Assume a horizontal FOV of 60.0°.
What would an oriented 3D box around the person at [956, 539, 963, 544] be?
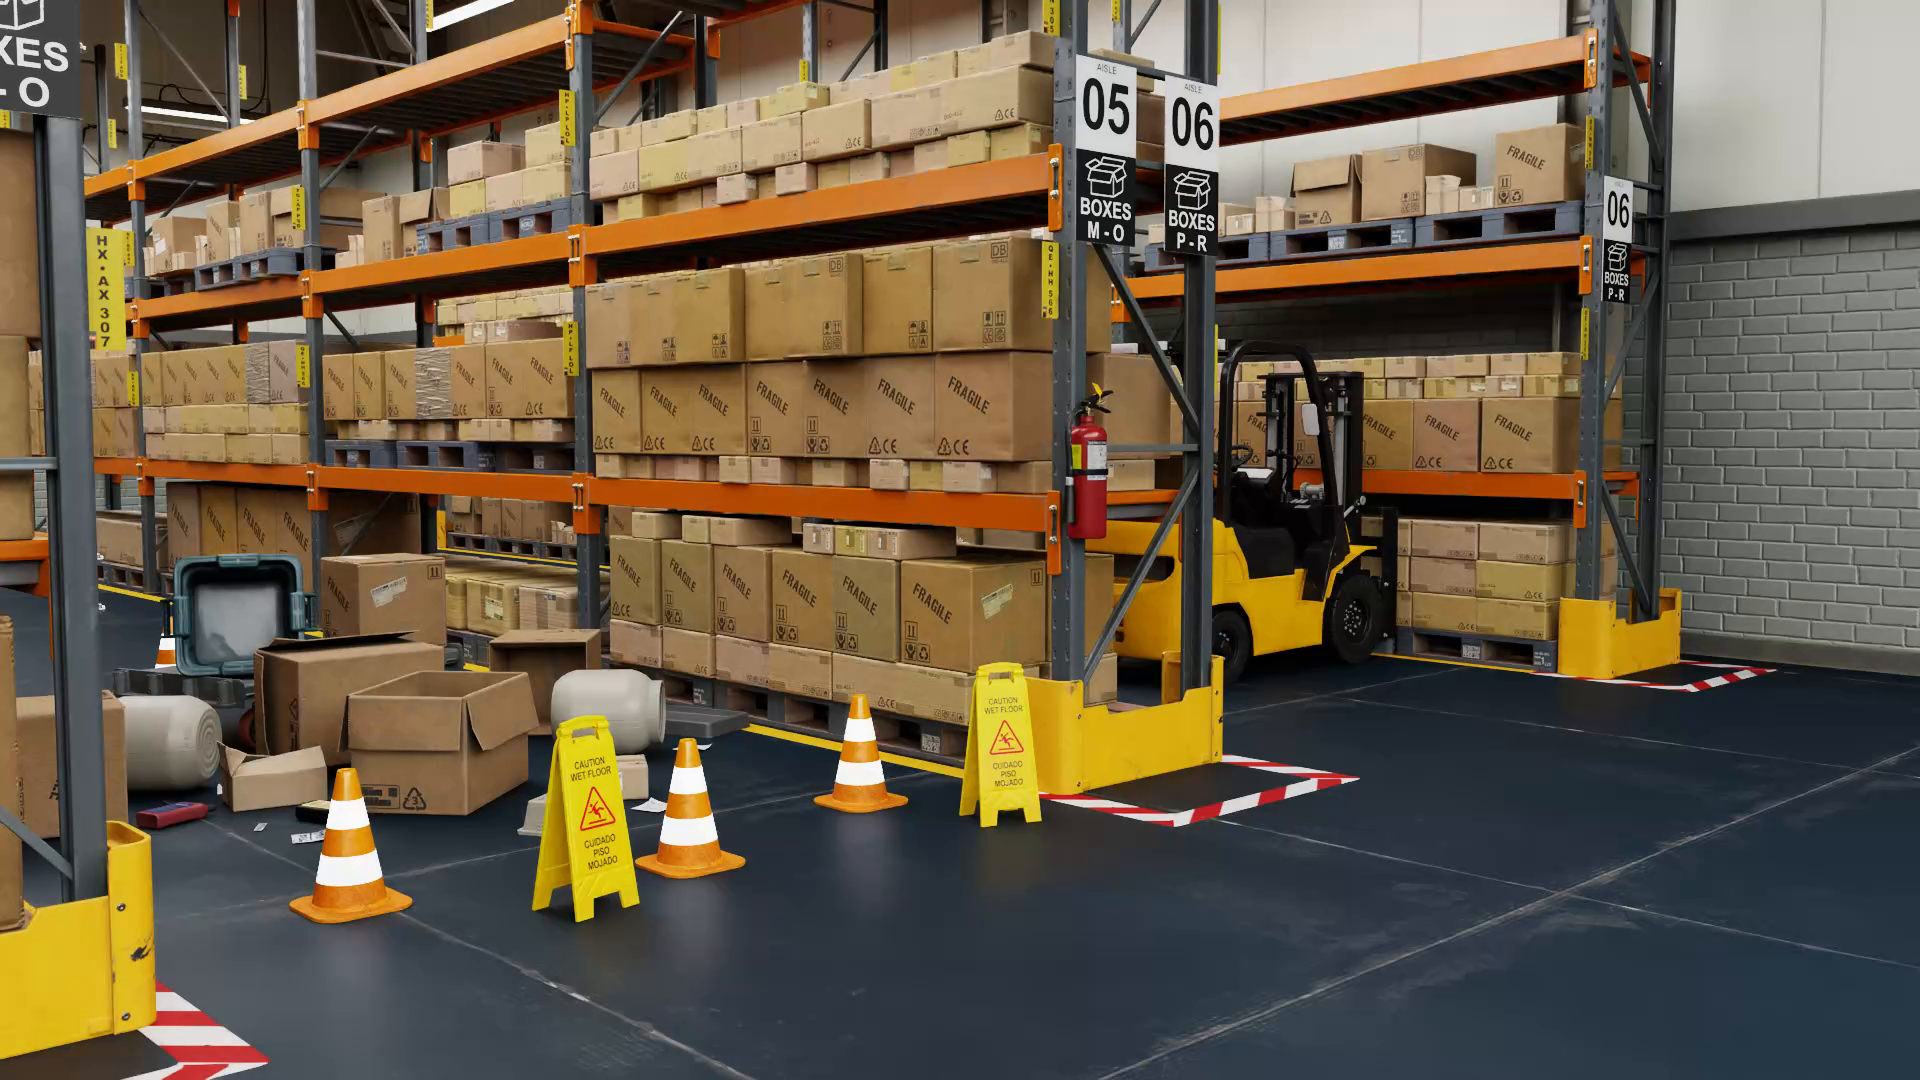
[{"bbox_3d":[-0.194,0.422,11.283,0.528,0.885,0.992,1,4,15],"label":"person"}]
